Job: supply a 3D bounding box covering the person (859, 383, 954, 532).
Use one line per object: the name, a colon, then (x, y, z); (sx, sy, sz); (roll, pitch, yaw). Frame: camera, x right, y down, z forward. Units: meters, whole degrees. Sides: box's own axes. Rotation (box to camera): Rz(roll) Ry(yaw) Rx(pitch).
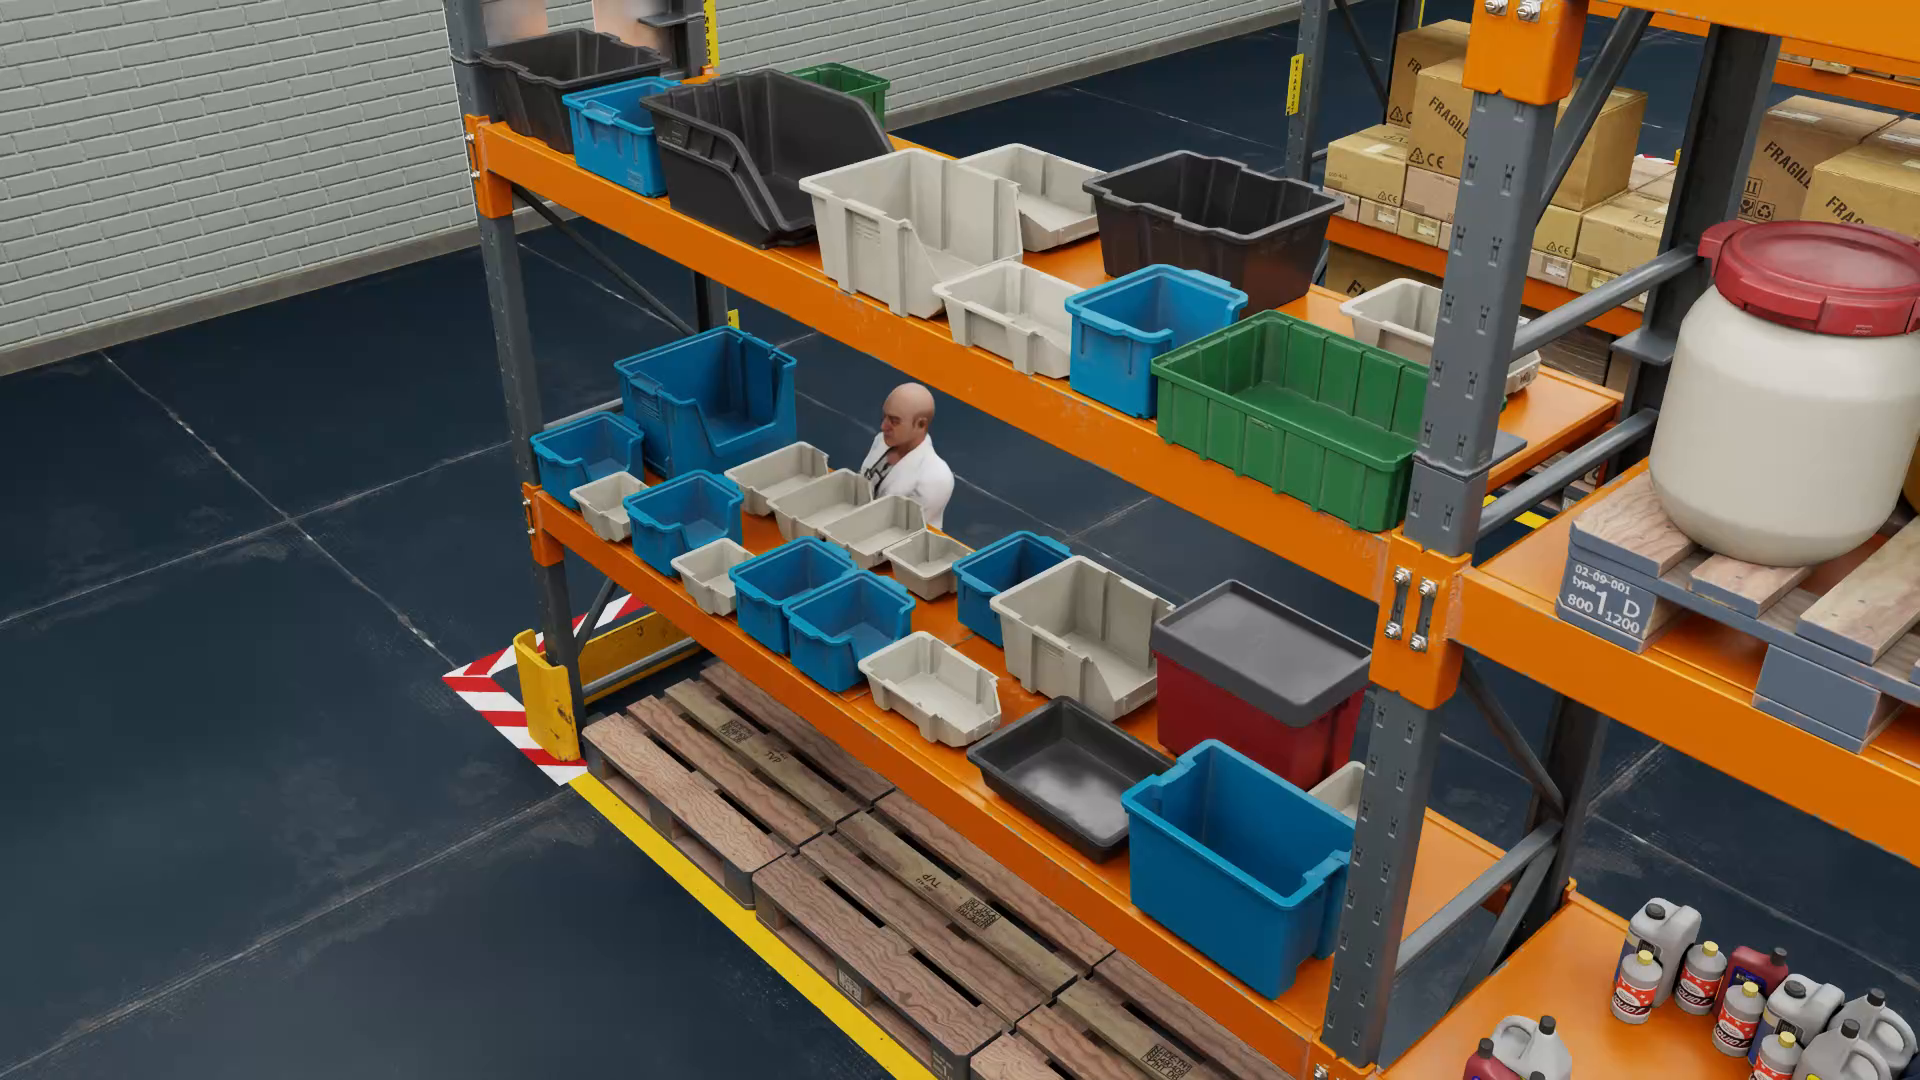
person: (-0.317, 0.195, 6.832); (0.557, 1.780, 0.552); (-14, 34, -22)
